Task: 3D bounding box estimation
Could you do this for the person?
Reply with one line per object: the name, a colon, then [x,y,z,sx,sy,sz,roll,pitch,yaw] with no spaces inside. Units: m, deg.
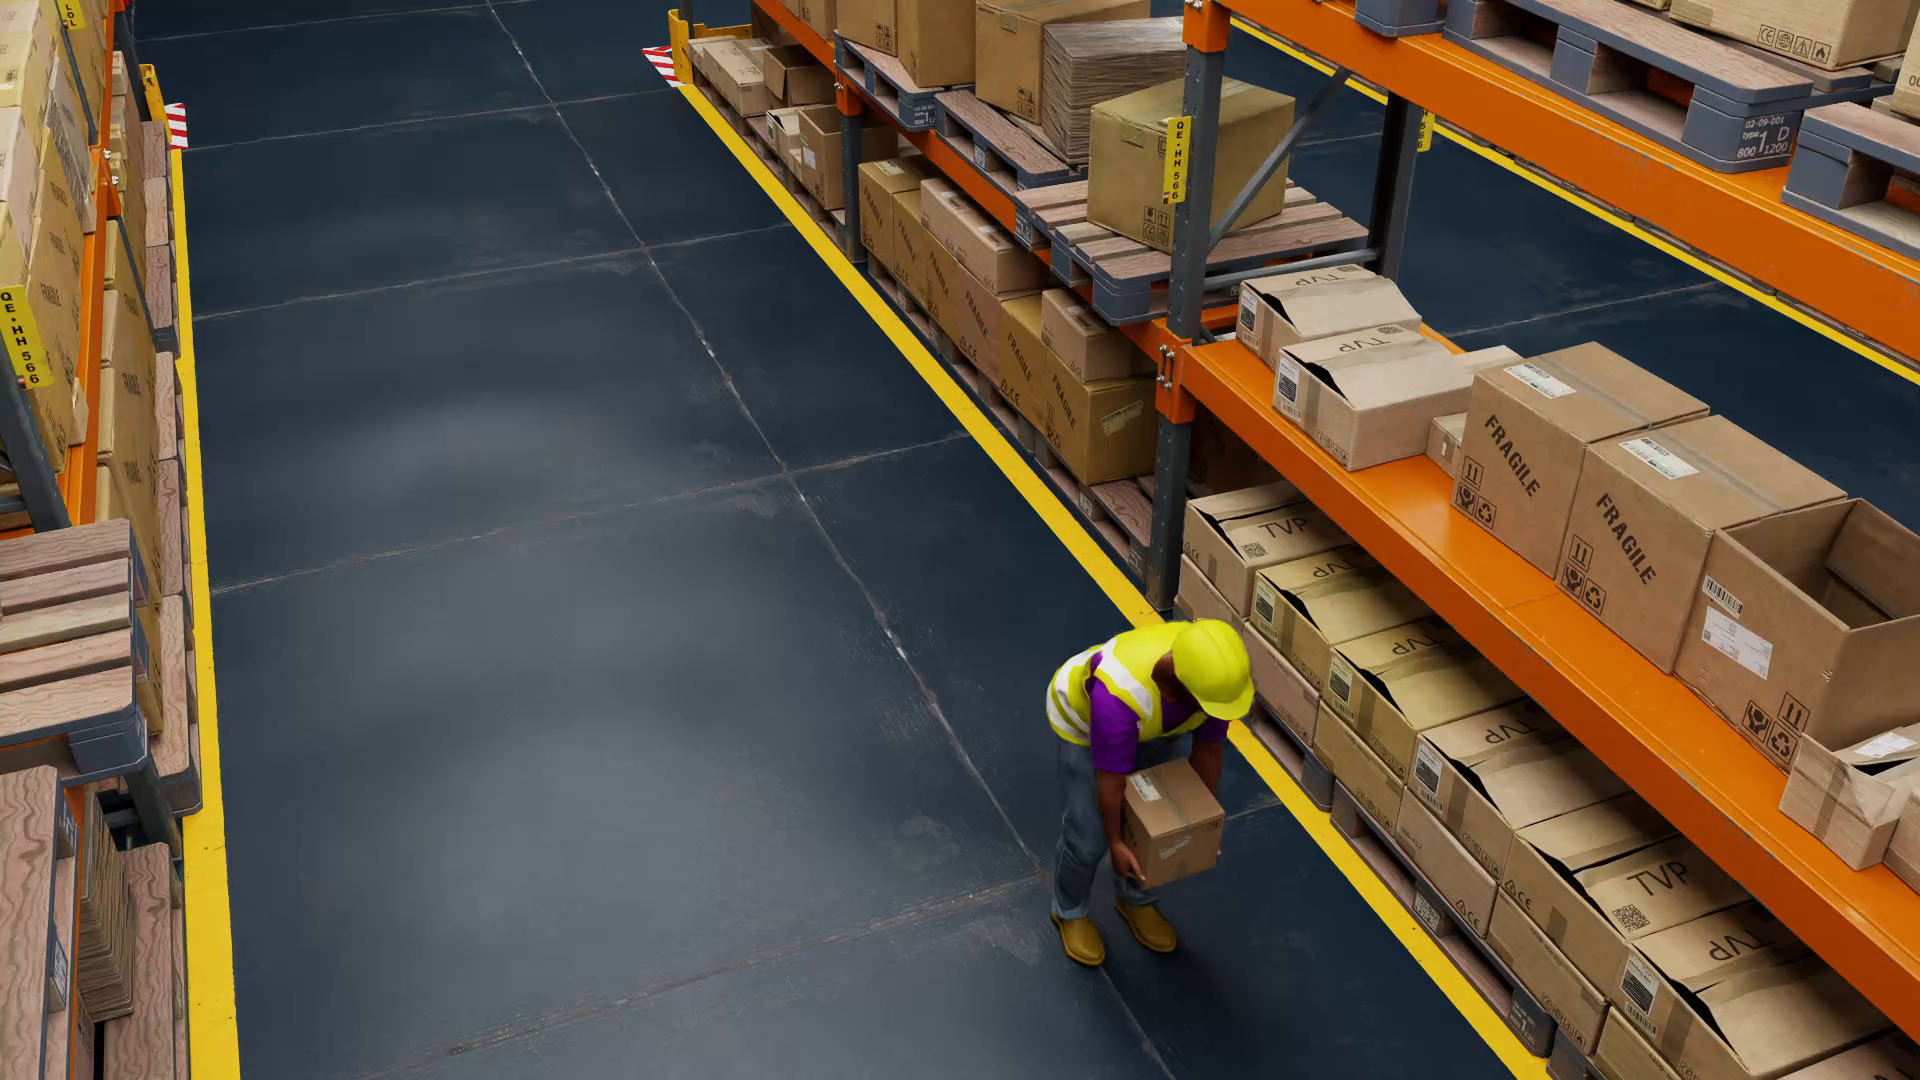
person: [0.588,0.751,5.165,0.477,1.555,0.798,-14,36,-20]
